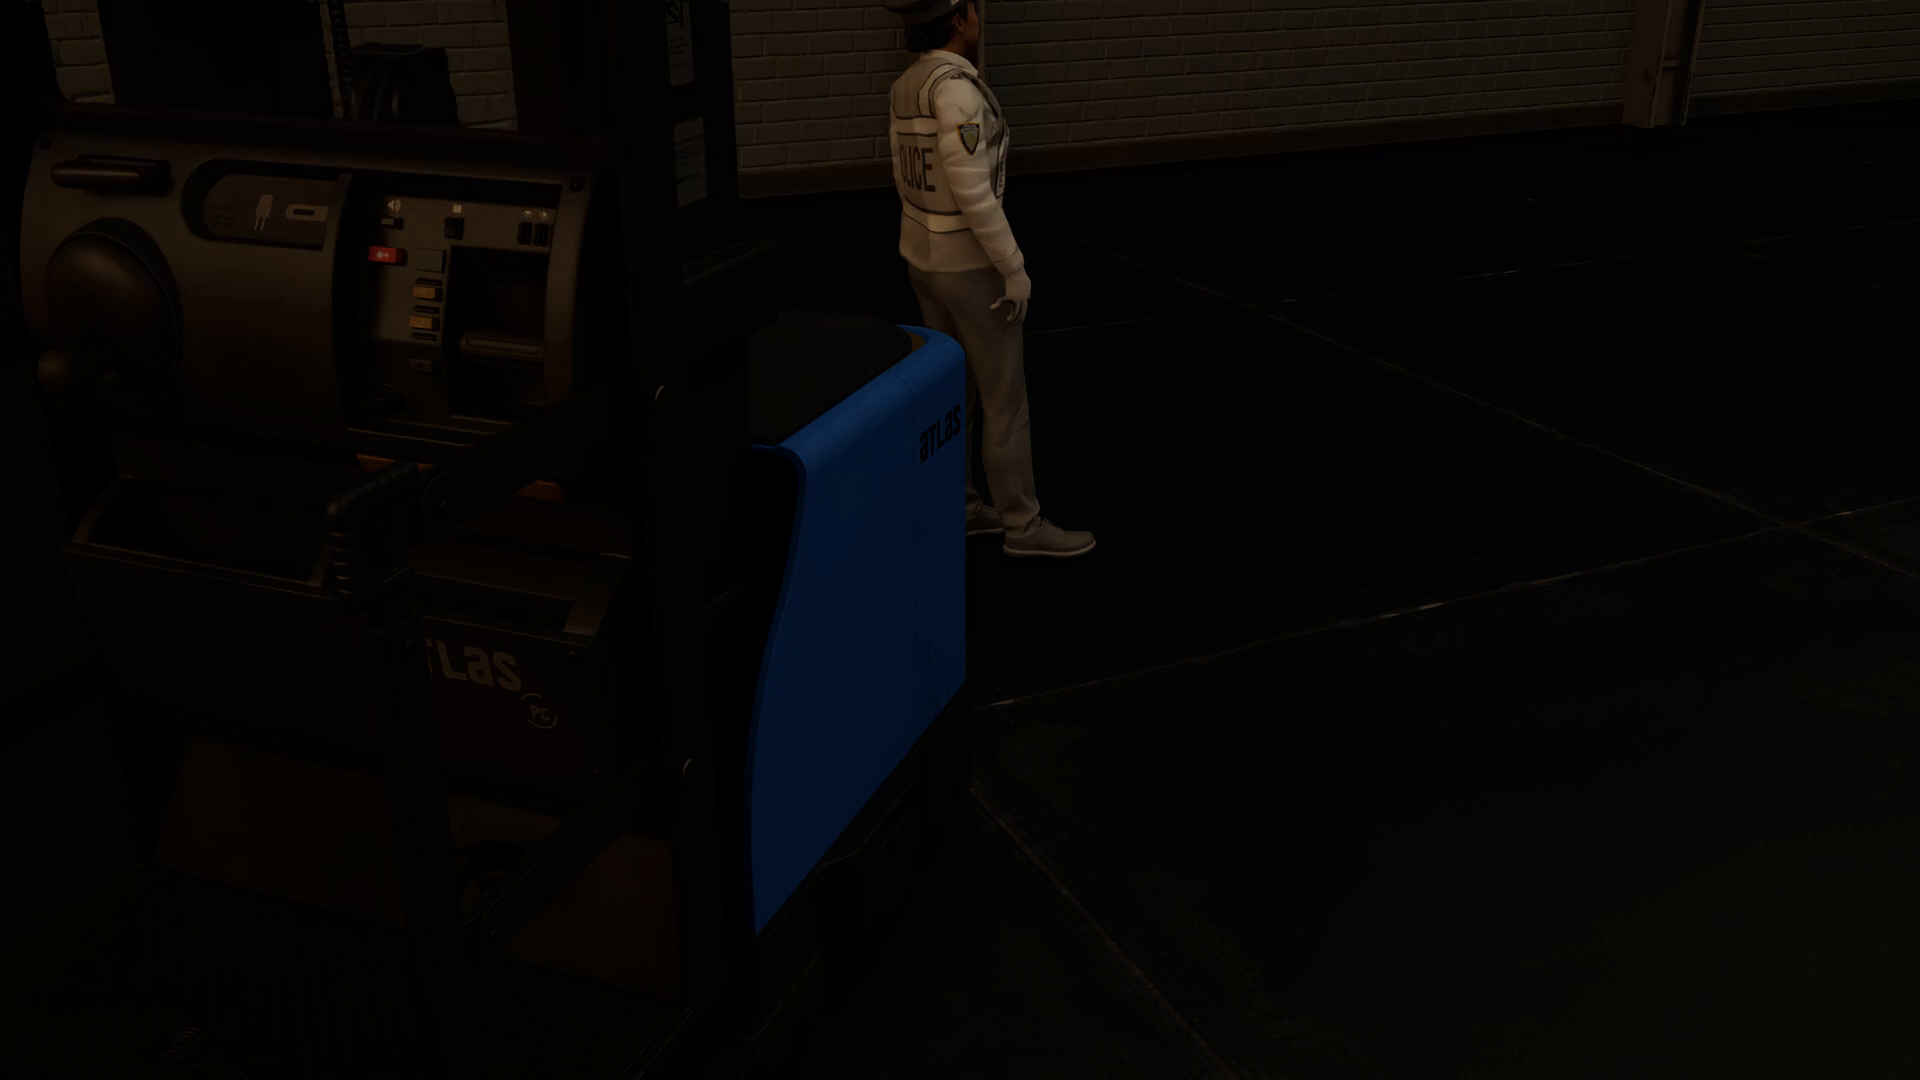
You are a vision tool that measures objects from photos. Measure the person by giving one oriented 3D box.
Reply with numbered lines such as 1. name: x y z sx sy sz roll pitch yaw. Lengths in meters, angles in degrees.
1. person: 0.065 -0.798 4.799 0.531 1.694 0.586 -10 25 -23

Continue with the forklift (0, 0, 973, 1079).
1. forklift: -0.974 -0.322 2.062 1.130 2.935 3.031 8 24 19
